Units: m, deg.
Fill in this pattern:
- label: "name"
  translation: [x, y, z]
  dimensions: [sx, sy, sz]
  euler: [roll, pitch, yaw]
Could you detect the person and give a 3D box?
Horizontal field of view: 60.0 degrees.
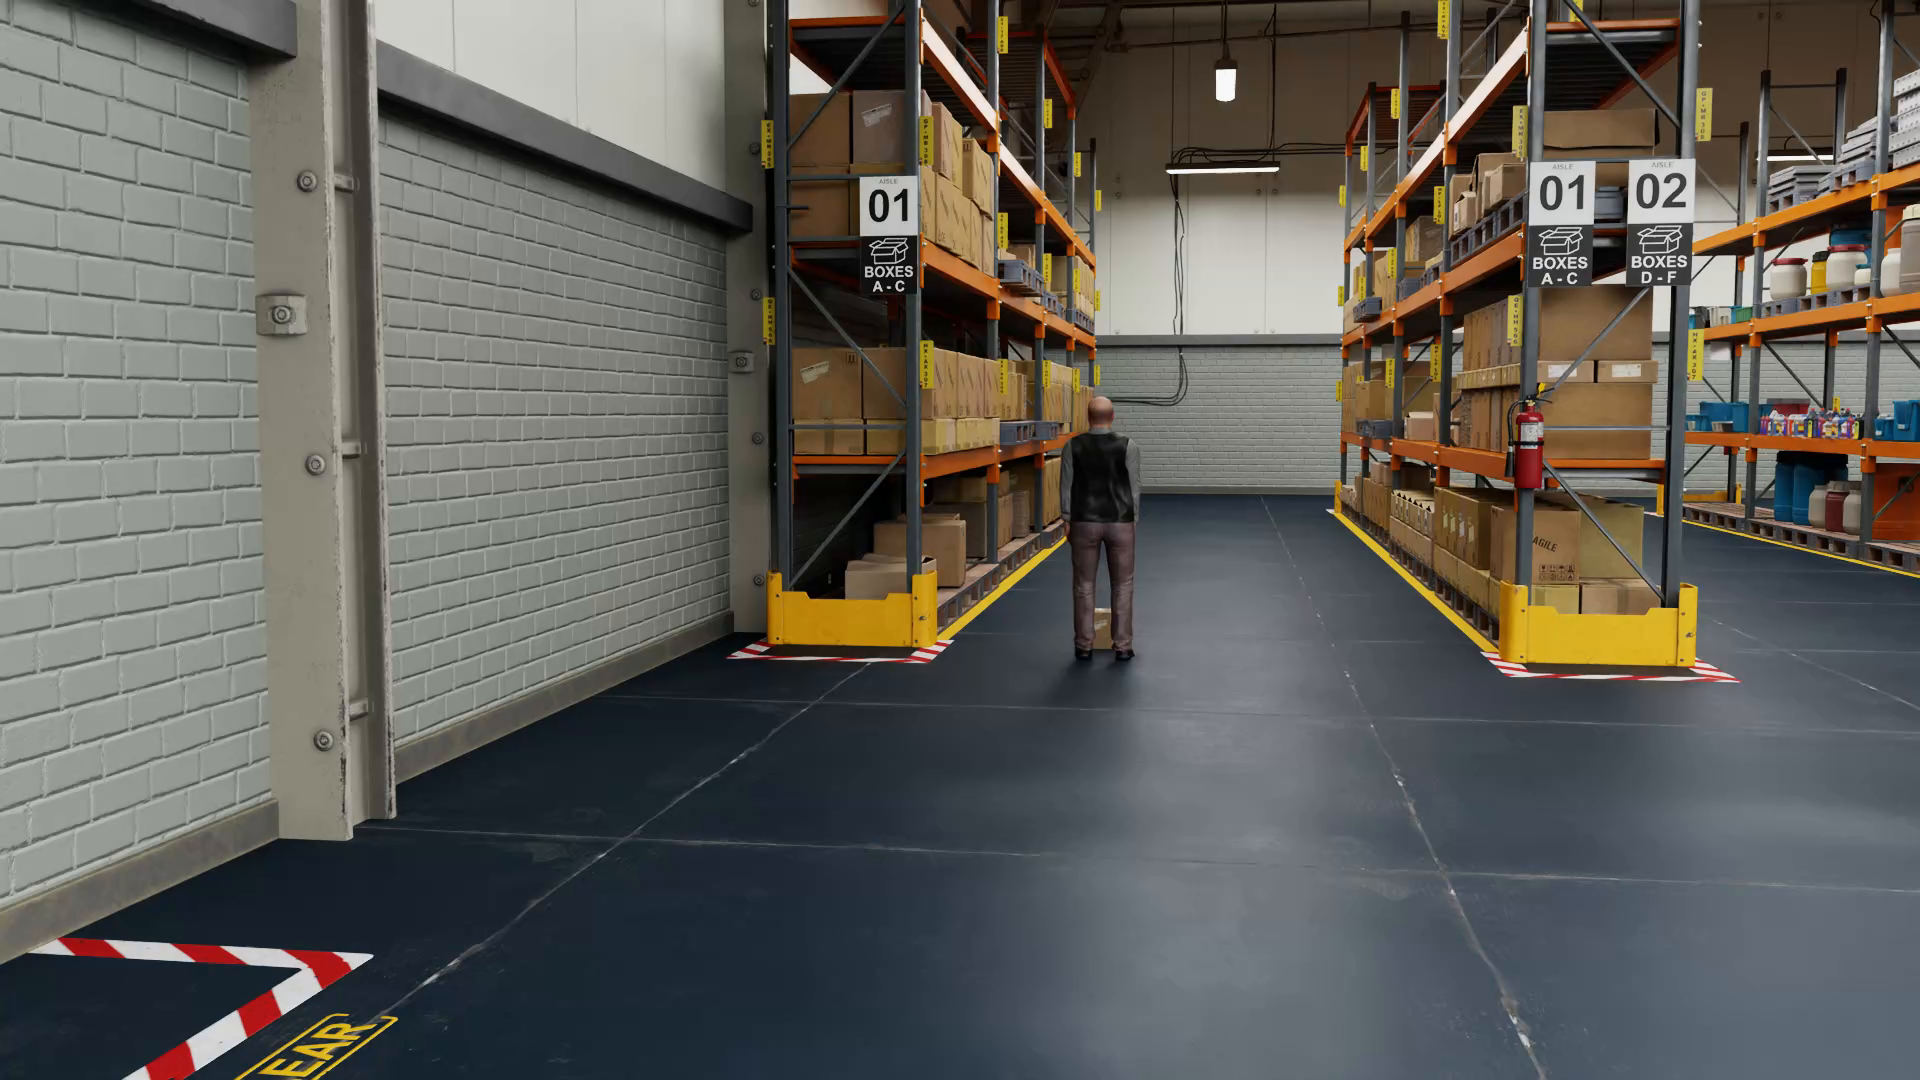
- label: "person"
  translation: [0.914, -0.077, 10.893]
  dimensions: [0.535, 1.712, 0.353]
  euler: [1, 4, 10]
